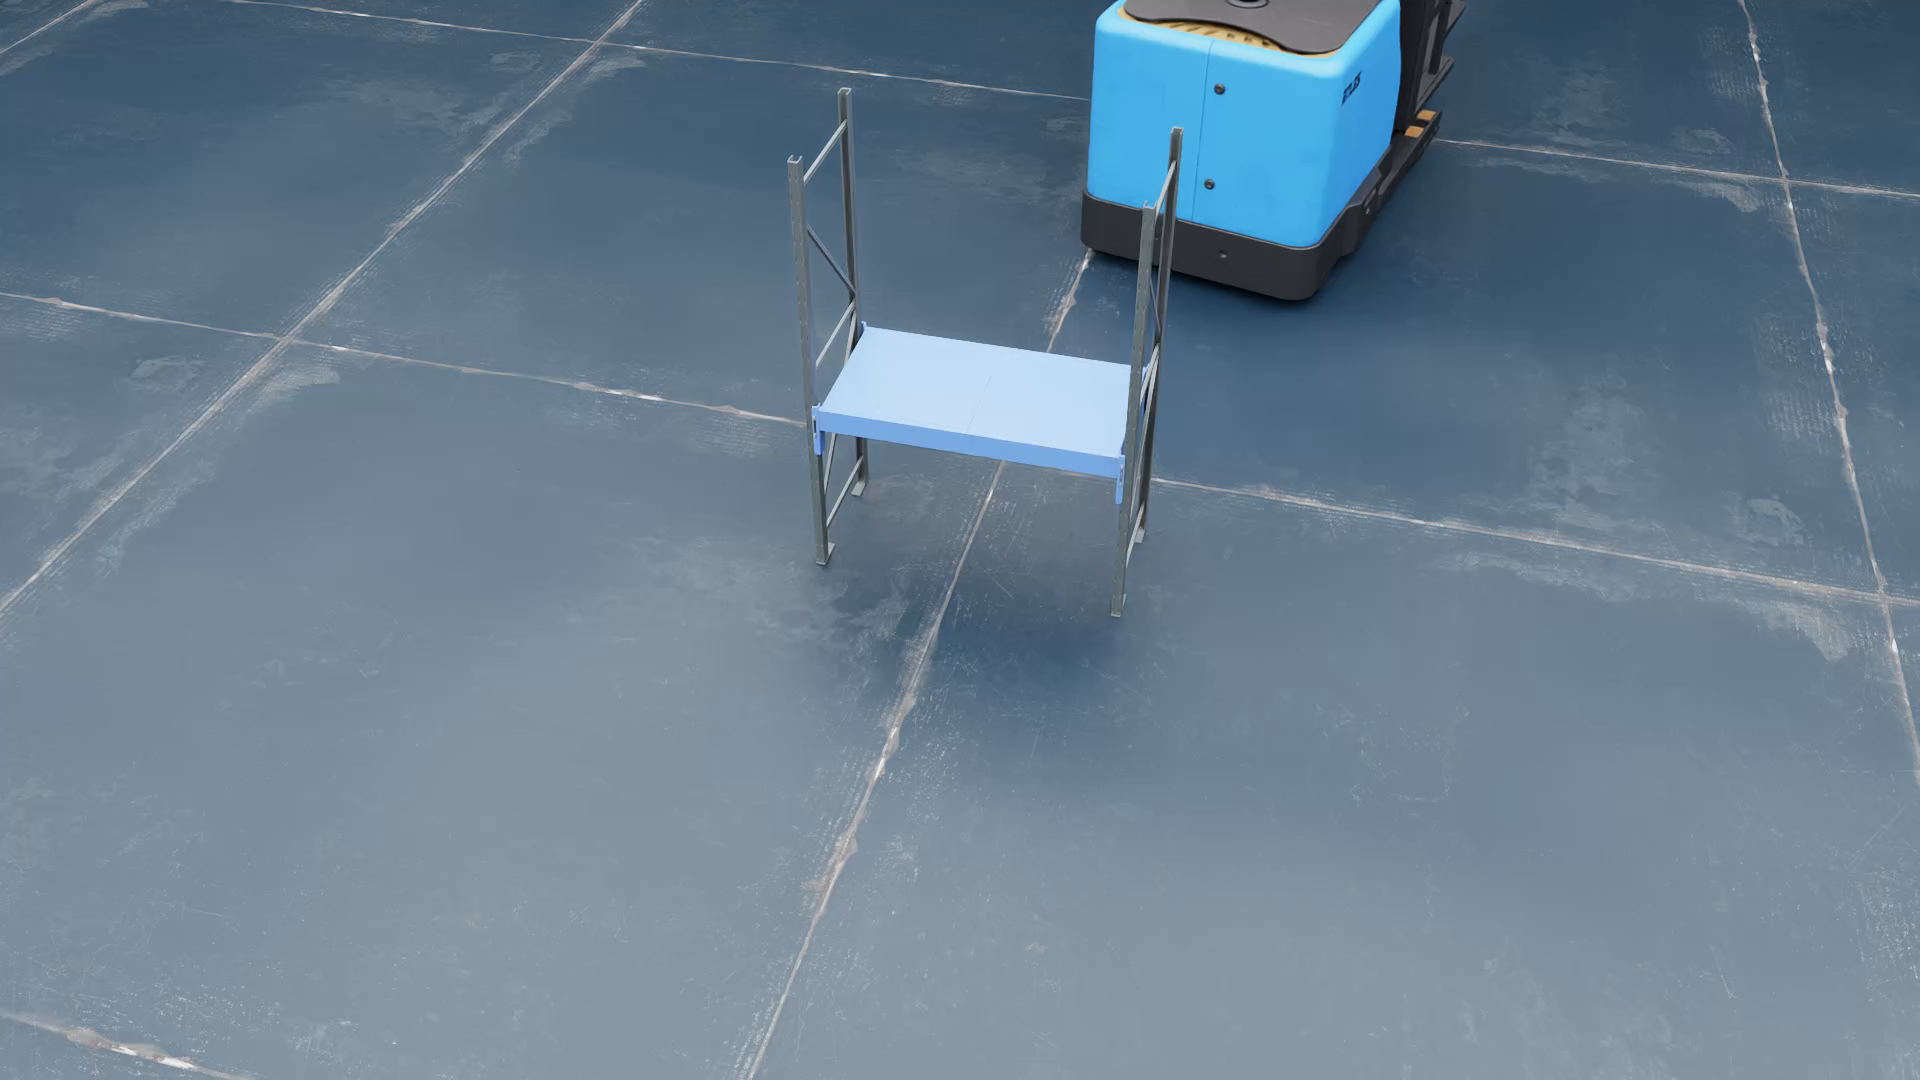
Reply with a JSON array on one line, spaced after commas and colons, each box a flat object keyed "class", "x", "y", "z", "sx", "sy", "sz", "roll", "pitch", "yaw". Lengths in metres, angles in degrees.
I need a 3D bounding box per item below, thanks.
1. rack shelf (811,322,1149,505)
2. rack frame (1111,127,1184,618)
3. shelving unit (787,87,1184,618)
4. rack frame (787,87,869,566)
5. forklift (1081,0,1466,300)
[{"class": "rack shelf", "x": 0.082, "y": -0.422, "z": 5.366, "sx": 1.000, "sy": 0.185, "sz": 0.538, "roll": 10, "pitch": 41, "yaw": 11}, {"class": "rack frame", "x": 0.573, "y": -0.476, "z": 5.150, "sx": 0.032, "sy": 1.500, "sz": 0.500, "roll": 10, "pitch": 41, "yaw": 11}, {"class": "shelving unit", "x": 0.082, "y": -0.560, "z": 5.251, "sx": 1.048, "sy": 1.500, "sz": 0.538, "roll": 10, "pitch": 41, "yaw": 11}, {"class": "rack frame", "x": -0.409, "y": -0.645, "z": 5.351, "sx": 0.032, "sy": 1.500, "sz": 0.500, "roll": 10, "pitch": 41, "yaw": 11}, {"class": "forklift", "x": 1.661, "y": -3.041, "z": 7.091, "sx": 1.130, "sy": 2.935, "sz": 3.031, "roll": 19, "pitch": 44, "yaw": 21}]
